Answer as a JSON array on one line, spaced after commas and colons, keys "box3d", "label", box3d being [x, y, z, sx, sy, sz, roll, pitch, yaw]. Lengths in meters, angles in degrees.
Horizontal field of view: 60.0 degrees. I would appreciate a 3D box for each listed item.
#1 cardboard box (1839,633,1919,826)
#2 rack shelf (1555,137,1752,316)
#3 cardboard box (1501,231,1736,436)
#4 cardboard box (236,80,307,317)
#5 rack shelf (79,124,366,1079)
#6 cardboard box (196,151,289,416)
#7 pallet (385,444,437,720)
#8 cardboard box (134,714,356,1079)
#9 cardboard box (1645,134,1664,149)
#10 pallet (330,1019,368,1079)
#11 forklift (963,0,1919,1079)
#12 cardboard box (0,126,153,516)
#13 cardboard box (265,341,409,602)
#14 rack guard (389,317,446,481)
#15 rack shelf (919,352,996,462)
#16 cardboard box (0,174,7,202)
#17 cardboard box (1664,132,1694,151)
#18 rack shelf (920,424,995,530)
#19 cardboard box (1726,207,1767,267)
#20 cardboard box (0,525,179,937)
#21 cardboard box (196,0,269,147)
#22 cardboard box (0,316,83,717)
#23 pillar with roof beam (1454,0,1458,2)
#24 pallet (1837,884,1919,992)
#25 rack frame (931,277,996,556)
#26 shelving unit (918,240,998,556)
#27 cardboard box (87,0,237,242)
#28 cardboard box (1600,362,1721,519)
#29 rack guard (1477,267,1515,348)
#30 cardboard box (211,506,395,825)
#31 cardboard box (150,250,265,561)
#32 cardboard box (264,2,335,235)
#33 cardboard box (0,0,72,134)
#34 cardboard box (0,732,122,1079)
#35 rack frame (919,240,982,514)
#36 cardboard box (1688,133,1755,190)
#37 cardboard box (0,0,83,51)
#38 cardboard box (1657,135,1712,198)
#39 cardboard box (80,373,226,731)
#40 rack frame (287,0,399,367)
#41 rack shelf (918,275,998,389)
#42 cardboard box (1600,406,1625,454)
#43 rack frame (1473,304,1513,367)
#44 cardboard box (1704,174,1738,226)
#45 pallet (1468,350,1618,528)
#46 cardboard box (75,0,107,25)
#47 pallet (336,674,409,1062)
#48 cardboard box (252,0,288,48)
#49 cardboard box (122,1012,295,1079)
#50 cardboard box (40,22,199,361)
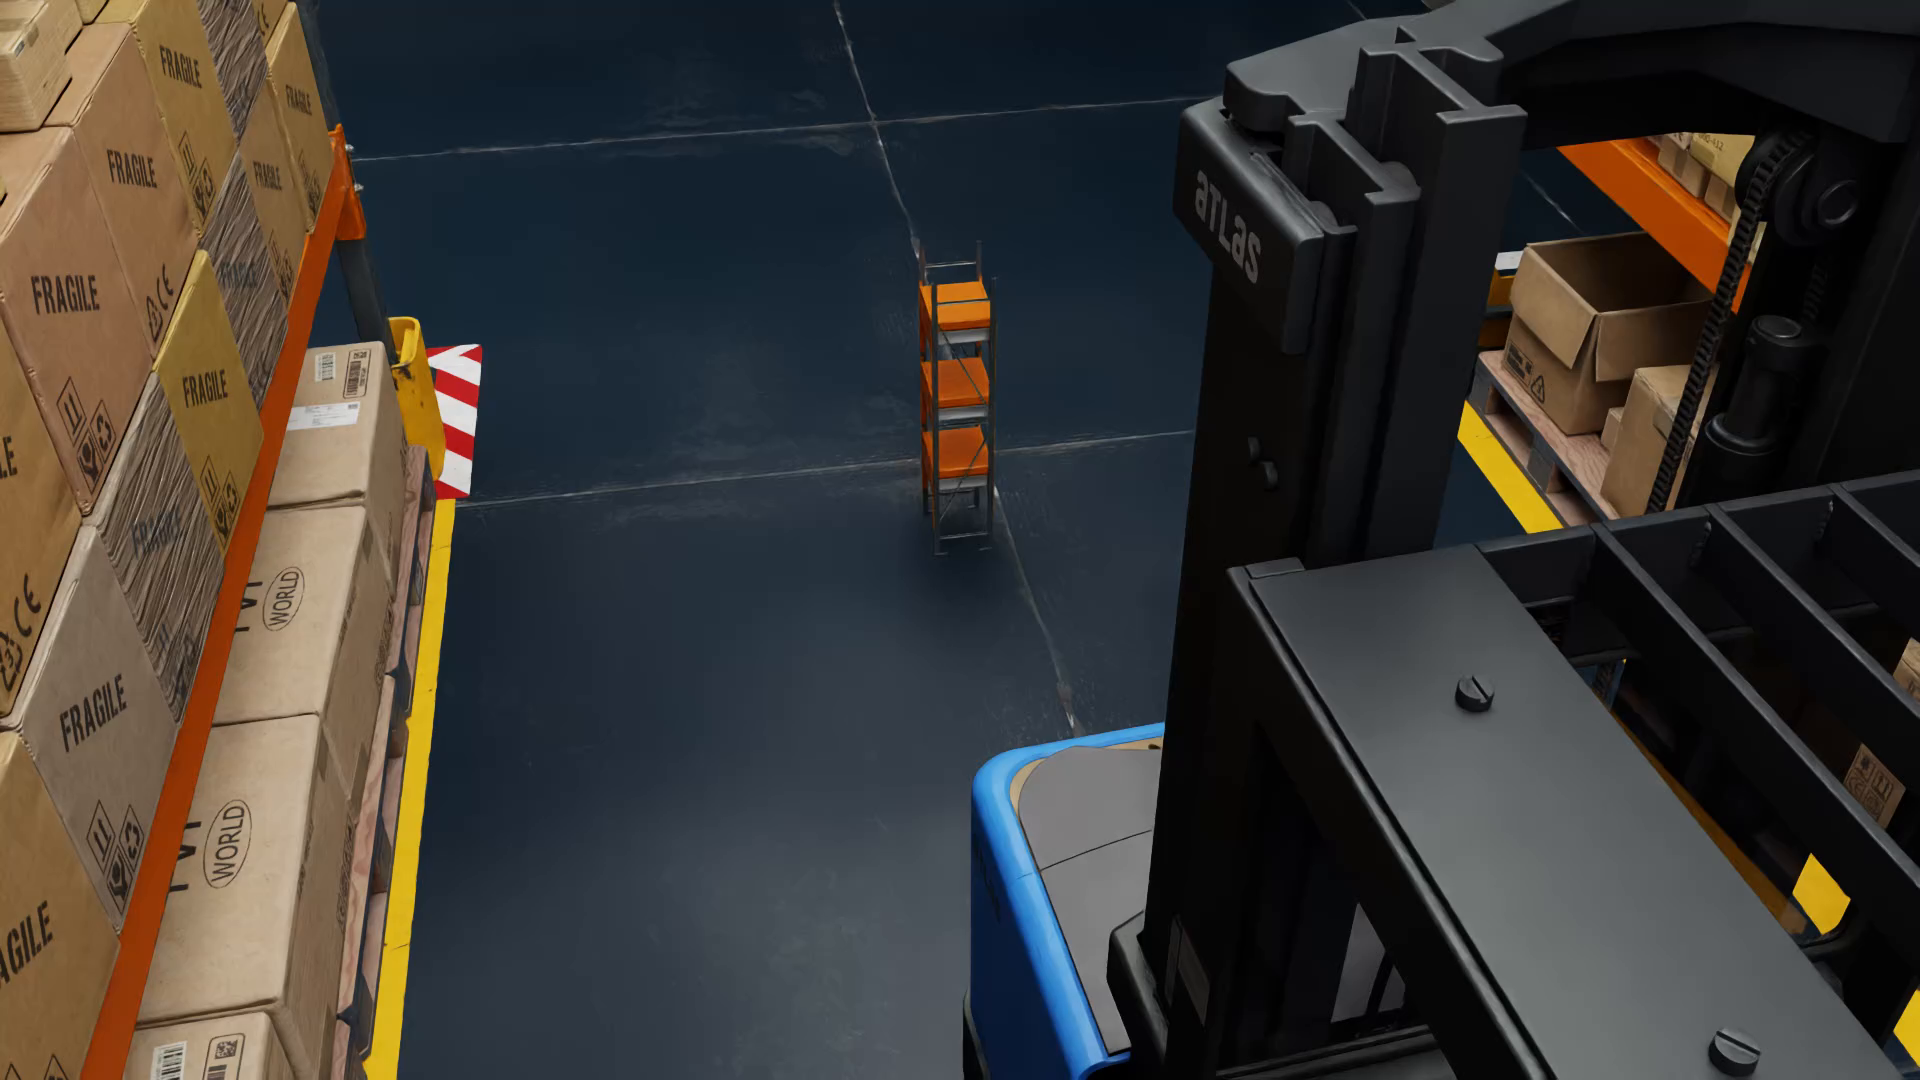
[{"box3d": [2.715, 0.396, 4.490, 0.700, 0.500, 0.500, -8, 38, -10], "label": "cardboard box"}, {"box3d": [2.758, -0.460, 4.483, 1.077, 0.370, 4.000, -6, 38, -8], "label": "rack shelf"}, {"box3d": [2.421, -0.752, 5.966, 0.797, 0.503, 0.637, -8, 38, -10], "label": "cardboard box"}, {"box3d": [-2.060, -0.888, 4.366, 0.500, 0.500, 0.500, -7, 38, -9], "label": "cardboard box"}, {"box3d": [-2.128, 0.076, 3.793, 1.077, 0.370, 4.000, -6, 38, -8], "label": "rack shelf"}, {"box3d": [-1.961, -0.578, 3.968, 0.500, 0.500, 0.500, -5, 38, -7], "label": "cardboard box"}, {"box3d": [-2.262, 0.160, 5.372, 1.003, 0.211, 1.213, -6, 38, -8], "label": "pallet"}, {"box3d": [-1.939, 0.915, 3.874, 0.875, 0.438, 0.875, -7, 38, -9], "label": "cardboard box"}, {"box3d": [2.365, -1.321, 5.210, 0.380, 0.149, 0.250, -7, 38, -9], "label": "cardboard box"}, {"box3d": [-1.834, 1.634, 3.475, 1.003, 0.211, 1.213, -6, 38, -8], "label": "pallet"}, {"box3d": [0.865, 0.939, 2.152, 1.130, 2.935, 3.031, -9, 39, -11], "label": "forklift"}, {"box3d": [-1.784, -0.364, 2.877, 0.500, 0.500, 0.500, -6, 38, -7], "label": "cardboard box"}, {"box3d": [-2.265, -0.182, 5.285, 0.875, 0.438, 0.875, -7, 38, -9], "label": "cardboard box"}, {"box3d": [-2.483, -0.443, 5.913, 1.175, 0.500, 0.348, -6, 38, -8], "label": "rack guard"}, {"box3d": [-0.009, -0.439, 5.476, 0.215, 0.259, 0.240, -6, 38, -8], "label": "rack shelf"}, {"box3d": [-1.726, -0.532, 2.565, 0.380, 0.149, 0.250, -7, 38, -9], "label": "cardboard box"}, {"box3d": [2.310, -1.403, 4.990, 0.500, 0.250, 0.500, -6, 38, -7], "label": "cardboard box"}, {"box3d": [-0.009, -0.219, 5.647, 0.215, 0.259, 0.240, -6, 38, -8], "label": "rack shelf"}, {"box3d": [2.372, -0.841, 4.593, 0.380, 0.149, 0.250, -7, 38, -9], "label": "cardboard box"}, {"box3d": [-1.686, 0.345, 2.780, 0.500, 0.500, 0.500, -6, 38, -8], "label": "cardboard box"}, {"box3d": [-2.039, -1.272, 4.046, 0.500, 0.500, 0.500, -6, 38, -8], "label": "cardboard box"}, {"box3d": [-1.705, -0.054, 2.478, 0.500, 0.500, 0.500, -7, 38, -9], "label": "cardboard box"}, {"box3d": [-1.416, -5.584, 5.602, 9.100, 9.000, 0.400, -6, 38, -8], "label": "pillar with roof beam"}, {"box3d": [2.989, 1.150, 4.097, 1.003, 0.211, 1.213, -6, 38, -8], "label": "pallet"}, {"box3d": [0.012, -0.373, 5.375, 0.200, 1.050, 0.008, -6, 38, -8], "label": "rack frame"}, {"box3d": [-0.009, -0.447, 5.470, 0.215, 1.050, 0.252, -6, 38, -8], "label": "shelving unit"}, {"box3d": [-1.956, -0.973, 3.661, 0.500, 0.500, 0.500, -6, 38, -8], "label": "cardboard box"}, {"box3d": [2.533, -0.231, 5.297, 0.700, 0.500, 0.500, -5, 38, -6], "label": "cardboard box"}, {"box3d": [2.421, -0.919, 6.525, 1.175, 0.500, 0.348, -6, 38, -8], "label": "rack guard"}, {"box3d": [-2.096, 0.370, 4.575, 0.875, 0.438, 0.875, -5, 38, -7], "label": "cardboard box"}, {"box3d": [-1.857, -0.268, 3.568, 0.500, 0.500, 0.500, -5, 38, -7], "label": "cardboard box"}, {"box3d": [-2.134, -1.193, 4.759, 0.500, 0.500, 0.500, -6, 38, -8], "label": "cardboard box"}, {"box3d": [-1.826, -0.831, 2.949, 0.380, 0.149, 0.250, -6, 38, -8], "label": "cardboard box"}, {"box3d": [-1.602, 0.649, 2.388, 0.500, 0.500, 0.500, -5, 38, -6], "label": "cardboard box"}, {"box3d": [-0.031, -0.521, 5.564, 0.200, 1.050, 0.008, -6, 38, -8], "label": "rack frame"}, {"box3d": [2.402, -1.097, 4.597, 0.500, 0.250, 0.500, -7, 38, -9], "label": "cardboard box"}, {"box3d": [-1.913, -0.986, 3.149, 0.380, 0.149, 0.250, -5, 38, -6], "label": "cardboard box"}, {"box3d": [2.349, -1.162, 5.005, 0.380, 0.149, 0.250, -5, 38, -7], "label": "cardboard box"}, {"box3d": [-1.767, 0.044, 3.167, 0.500, 0.500, 0.500, -6, 38, -8], "label": "cardboard box"}, {"box3d": [-2.479, -1.416, 5.128, 1.000, 3.000, 0.127, -6, 38, -8], "label": "rack frame"}, {"box3d": [-0.009, -0.663, 5.302, 0.215, 0.259, 0.240, -6, 38, -8], "label": "rack shelf"}, {"box3d": [2.458, -0.352, 5.739, 0.380, 0.149, 0.250, -8, 38, -10], "label": "cardboard box"}, {"box3d": [2.407, -1.952, 5.818, 1.000, 3.000, 0.127, -6, 38, -8], "label": "rack frame"}, {"box3d": [2.402, -1.002, 4.800, 0.380, 0.149, 0.250, -6, 38, -7], "label": "cardboard box"}, {"box3d": [2.561, -0.323, 5.994, 1.003, 0.211, 1.213, -6, 38, -8], "label": "pallet"}, {"box3d": [-1.941, -1.146, 3.355, 0.380, 0.149, 0.250, -5, 38, -7], "label": "cardboard box"}, {"box3d": [-2.051, 0.895, 4.426, 1.003, 0.211, 1.213, -6, 38, -8], "label": "pallet"}, {"box3d": [-2.160, -1.585, 4.448, 0.500, 0.500, 0.500, -5, 38, -6], "label": "cardboard box"}, {"box3d": [-1.782, 1.455, 3.178, 0.875, 0.438, 0.875, -7, 38, -9], "label": "cardboard box"}, {"box3d": [-1.869, -0.669, 3.270, 0.500, 0.500, 0.500, -6, 38, -8], "label": "cardboard box"}]
